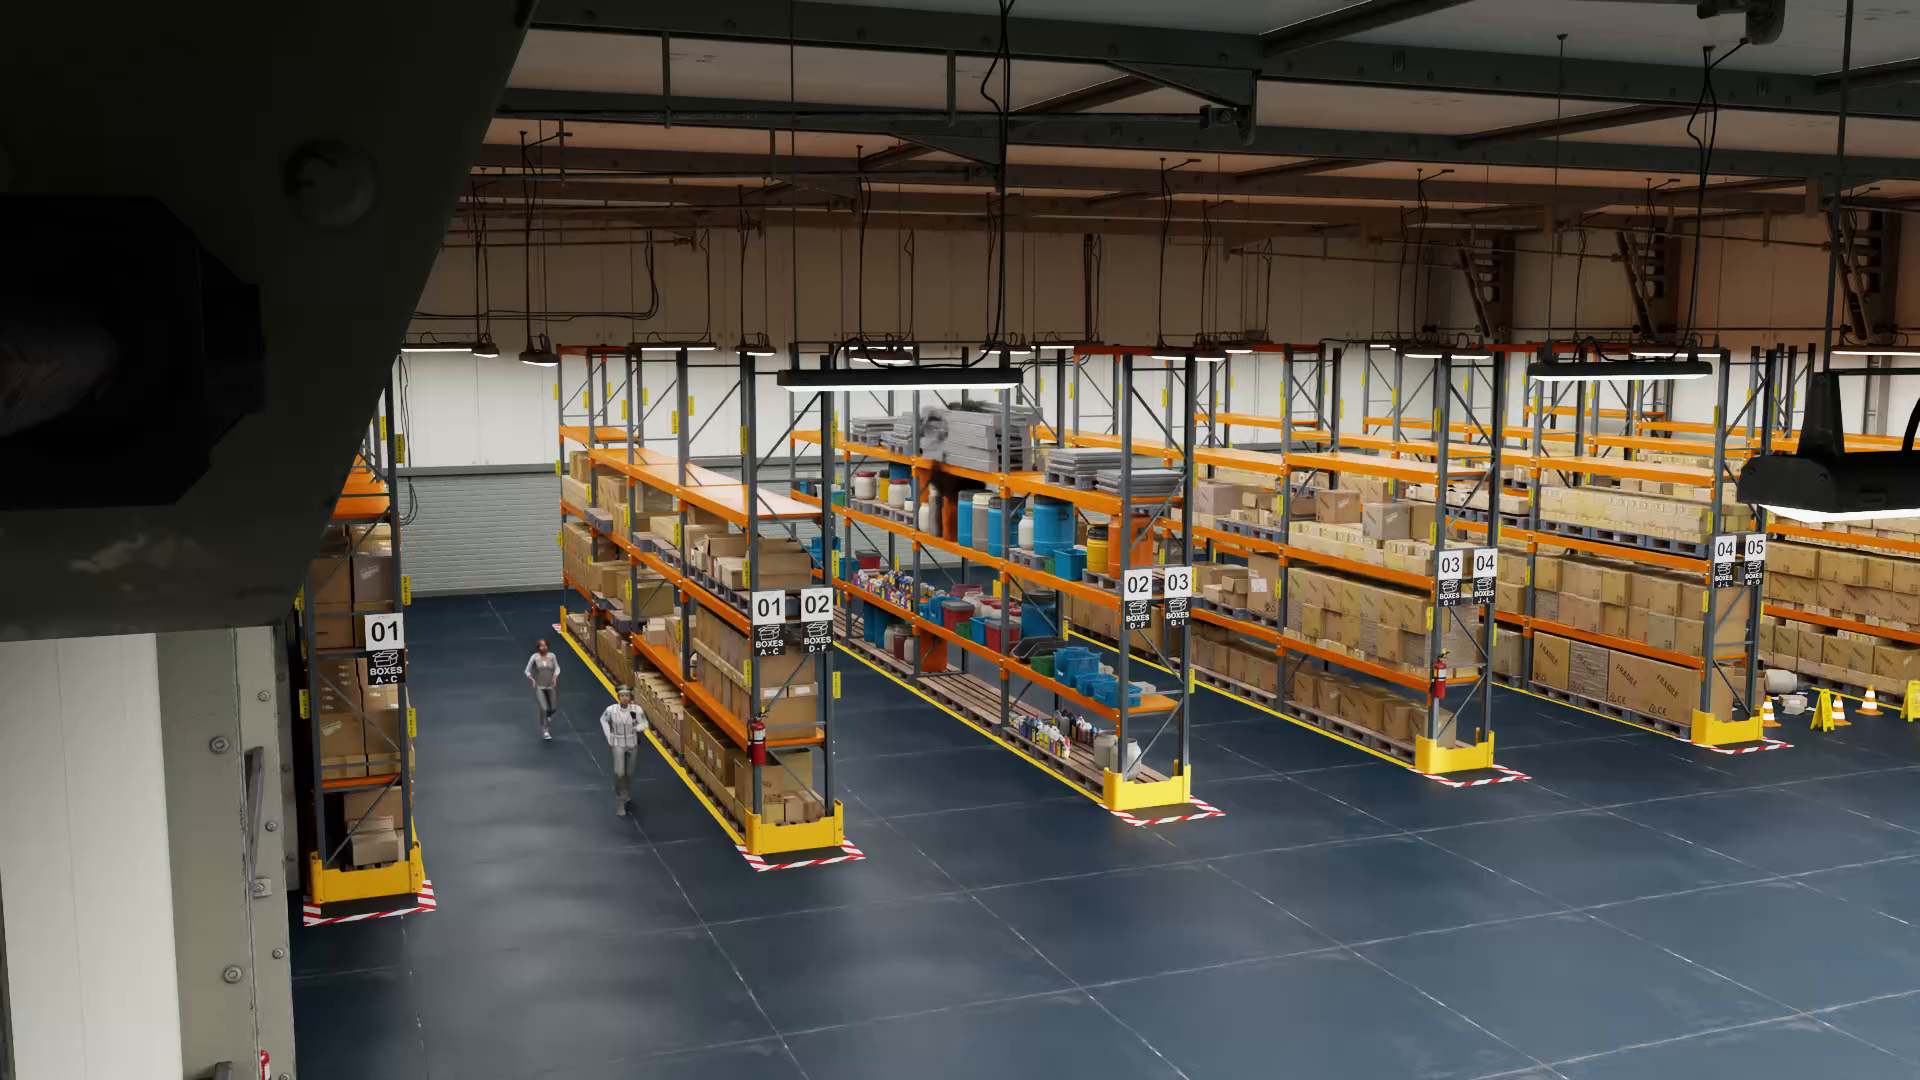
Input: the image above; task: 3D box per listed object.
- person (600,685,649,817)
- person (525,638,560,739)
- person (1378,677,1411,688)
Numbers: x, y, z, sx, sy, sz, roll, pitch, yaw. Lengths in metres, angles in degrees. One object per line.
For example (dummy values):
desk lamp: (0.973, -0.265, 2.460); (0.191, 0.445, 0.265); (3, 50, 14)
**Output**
person: (-4.408, 2.741, 21.920); (0.596, 1.743, 0.760); (-3, 8, -19)
person: (-6.474, 2.289, 25.826); (0.537, 1.549, 0.594); (-3, 8, -24)
person: (7.766, 1.710, 29.621); (0.658, 1.777, 0.828); (-4, 8, -27)
